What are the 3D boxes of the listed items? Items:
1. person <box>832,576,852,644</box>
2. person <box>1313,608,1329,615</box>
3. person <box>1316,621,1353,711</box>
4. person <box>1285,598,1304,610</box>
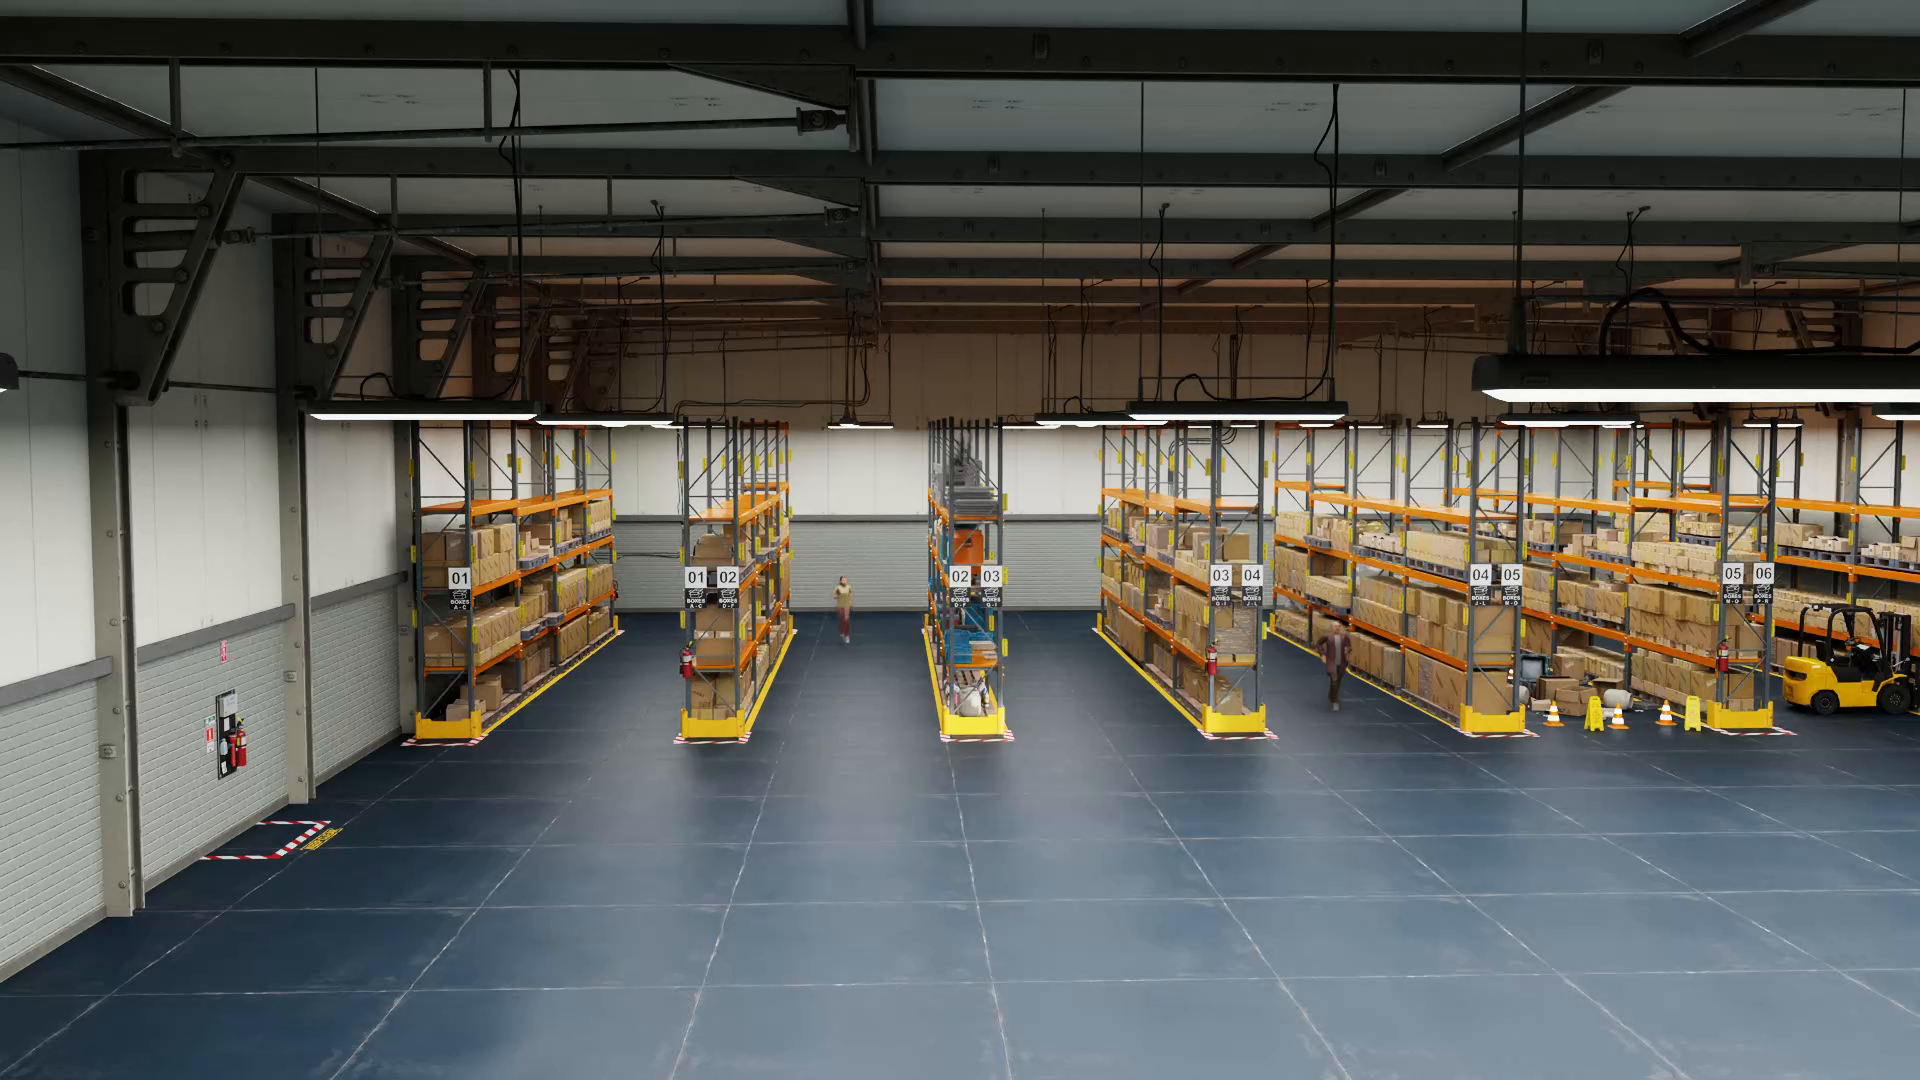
[{"bbox_3d":[-3.086,1.819,43.701,0.543,1.775,0.698,-1,4,-11],"label":"person"},{"bbox_3d":[10.647,1.677,48.827,0.530,1.737,0.680,0,4,-8],"label":"person"},{"bbox_3d":[7.773,2.594,34.439,0.689,1.839,0.853,-1,4,-8],"label":"person"},{"bbox_3d":[9.956,1.801,49.171,0.731,1.520,0.562,-1,4,-13],"label":"person"}]
